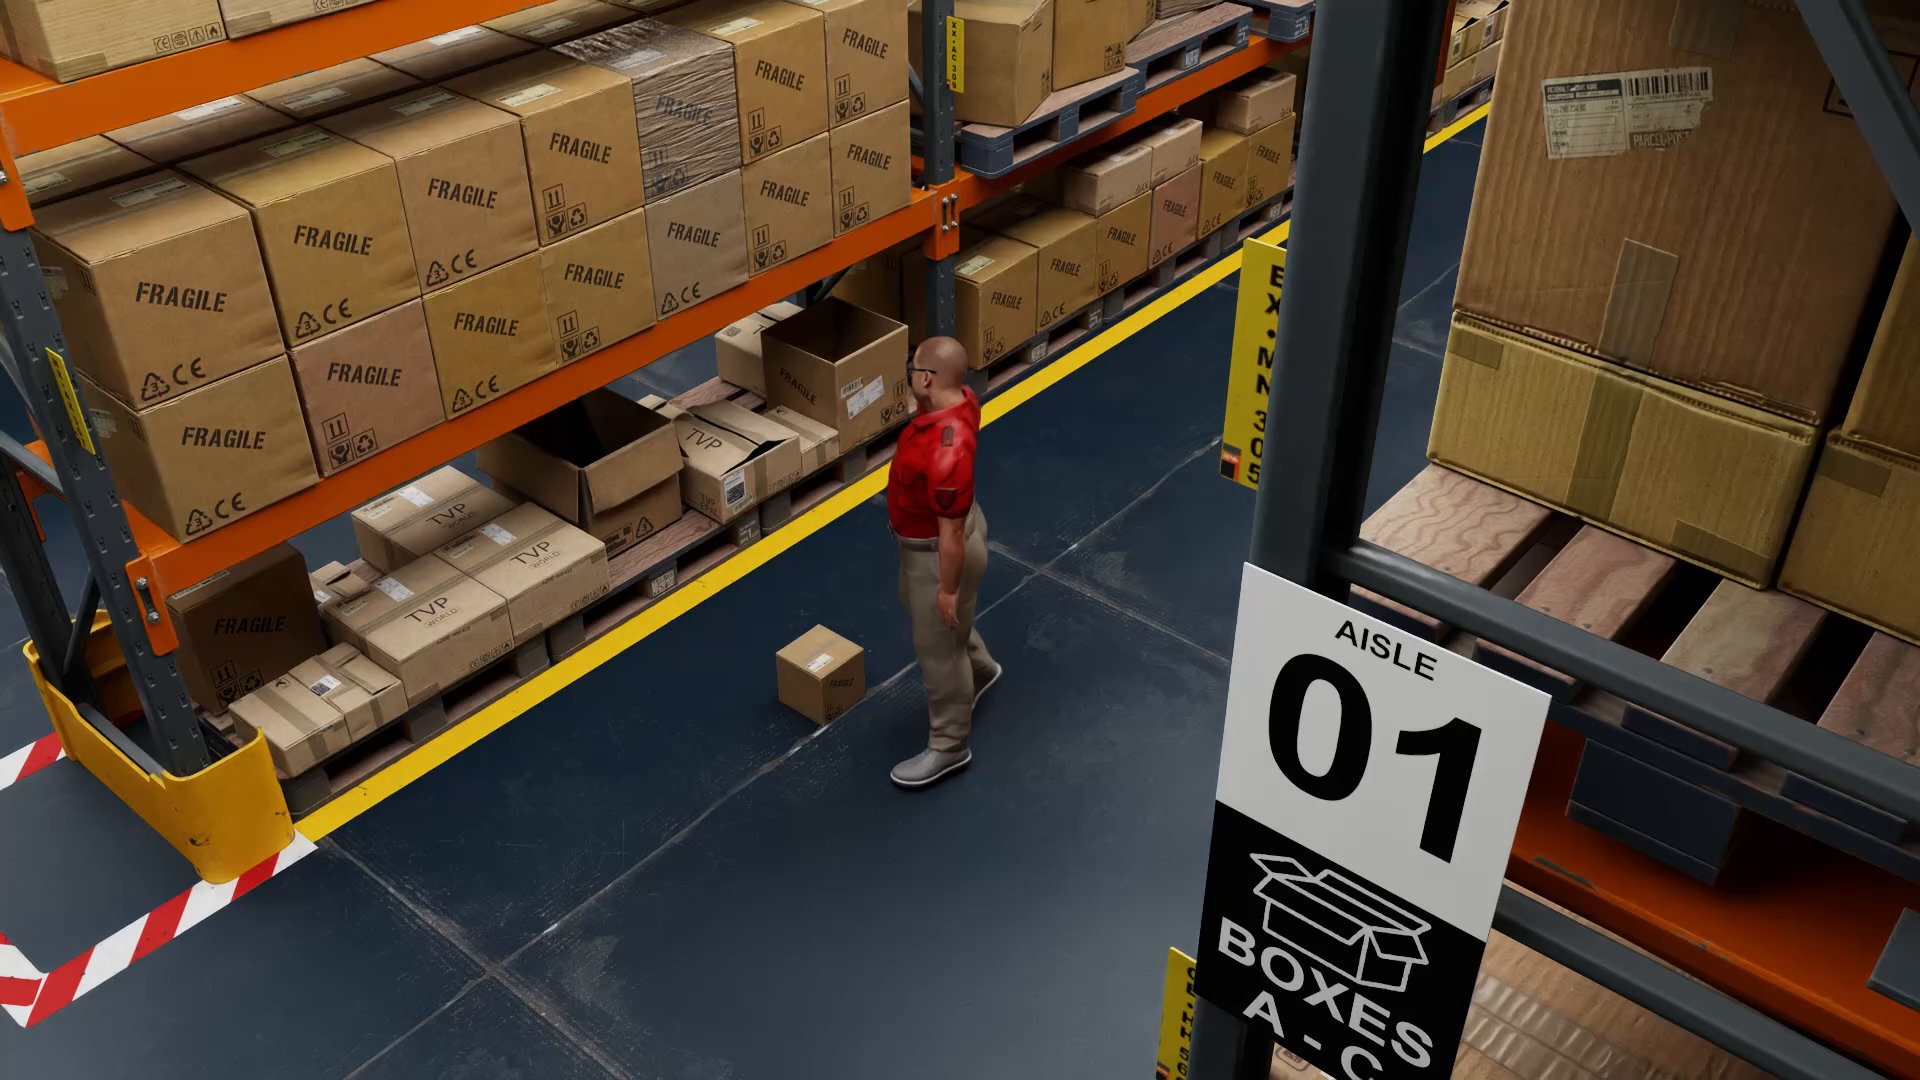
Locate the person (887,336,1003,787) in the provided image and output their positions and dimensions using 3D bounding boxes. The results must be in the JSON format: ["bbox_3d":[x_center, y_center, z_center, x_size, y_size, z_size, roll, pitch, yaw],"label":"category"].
[{"bbox_3d":[-0.047,0.061,6.035,0.434,1.731,0.601,0,35,0],"label":"person"}]
